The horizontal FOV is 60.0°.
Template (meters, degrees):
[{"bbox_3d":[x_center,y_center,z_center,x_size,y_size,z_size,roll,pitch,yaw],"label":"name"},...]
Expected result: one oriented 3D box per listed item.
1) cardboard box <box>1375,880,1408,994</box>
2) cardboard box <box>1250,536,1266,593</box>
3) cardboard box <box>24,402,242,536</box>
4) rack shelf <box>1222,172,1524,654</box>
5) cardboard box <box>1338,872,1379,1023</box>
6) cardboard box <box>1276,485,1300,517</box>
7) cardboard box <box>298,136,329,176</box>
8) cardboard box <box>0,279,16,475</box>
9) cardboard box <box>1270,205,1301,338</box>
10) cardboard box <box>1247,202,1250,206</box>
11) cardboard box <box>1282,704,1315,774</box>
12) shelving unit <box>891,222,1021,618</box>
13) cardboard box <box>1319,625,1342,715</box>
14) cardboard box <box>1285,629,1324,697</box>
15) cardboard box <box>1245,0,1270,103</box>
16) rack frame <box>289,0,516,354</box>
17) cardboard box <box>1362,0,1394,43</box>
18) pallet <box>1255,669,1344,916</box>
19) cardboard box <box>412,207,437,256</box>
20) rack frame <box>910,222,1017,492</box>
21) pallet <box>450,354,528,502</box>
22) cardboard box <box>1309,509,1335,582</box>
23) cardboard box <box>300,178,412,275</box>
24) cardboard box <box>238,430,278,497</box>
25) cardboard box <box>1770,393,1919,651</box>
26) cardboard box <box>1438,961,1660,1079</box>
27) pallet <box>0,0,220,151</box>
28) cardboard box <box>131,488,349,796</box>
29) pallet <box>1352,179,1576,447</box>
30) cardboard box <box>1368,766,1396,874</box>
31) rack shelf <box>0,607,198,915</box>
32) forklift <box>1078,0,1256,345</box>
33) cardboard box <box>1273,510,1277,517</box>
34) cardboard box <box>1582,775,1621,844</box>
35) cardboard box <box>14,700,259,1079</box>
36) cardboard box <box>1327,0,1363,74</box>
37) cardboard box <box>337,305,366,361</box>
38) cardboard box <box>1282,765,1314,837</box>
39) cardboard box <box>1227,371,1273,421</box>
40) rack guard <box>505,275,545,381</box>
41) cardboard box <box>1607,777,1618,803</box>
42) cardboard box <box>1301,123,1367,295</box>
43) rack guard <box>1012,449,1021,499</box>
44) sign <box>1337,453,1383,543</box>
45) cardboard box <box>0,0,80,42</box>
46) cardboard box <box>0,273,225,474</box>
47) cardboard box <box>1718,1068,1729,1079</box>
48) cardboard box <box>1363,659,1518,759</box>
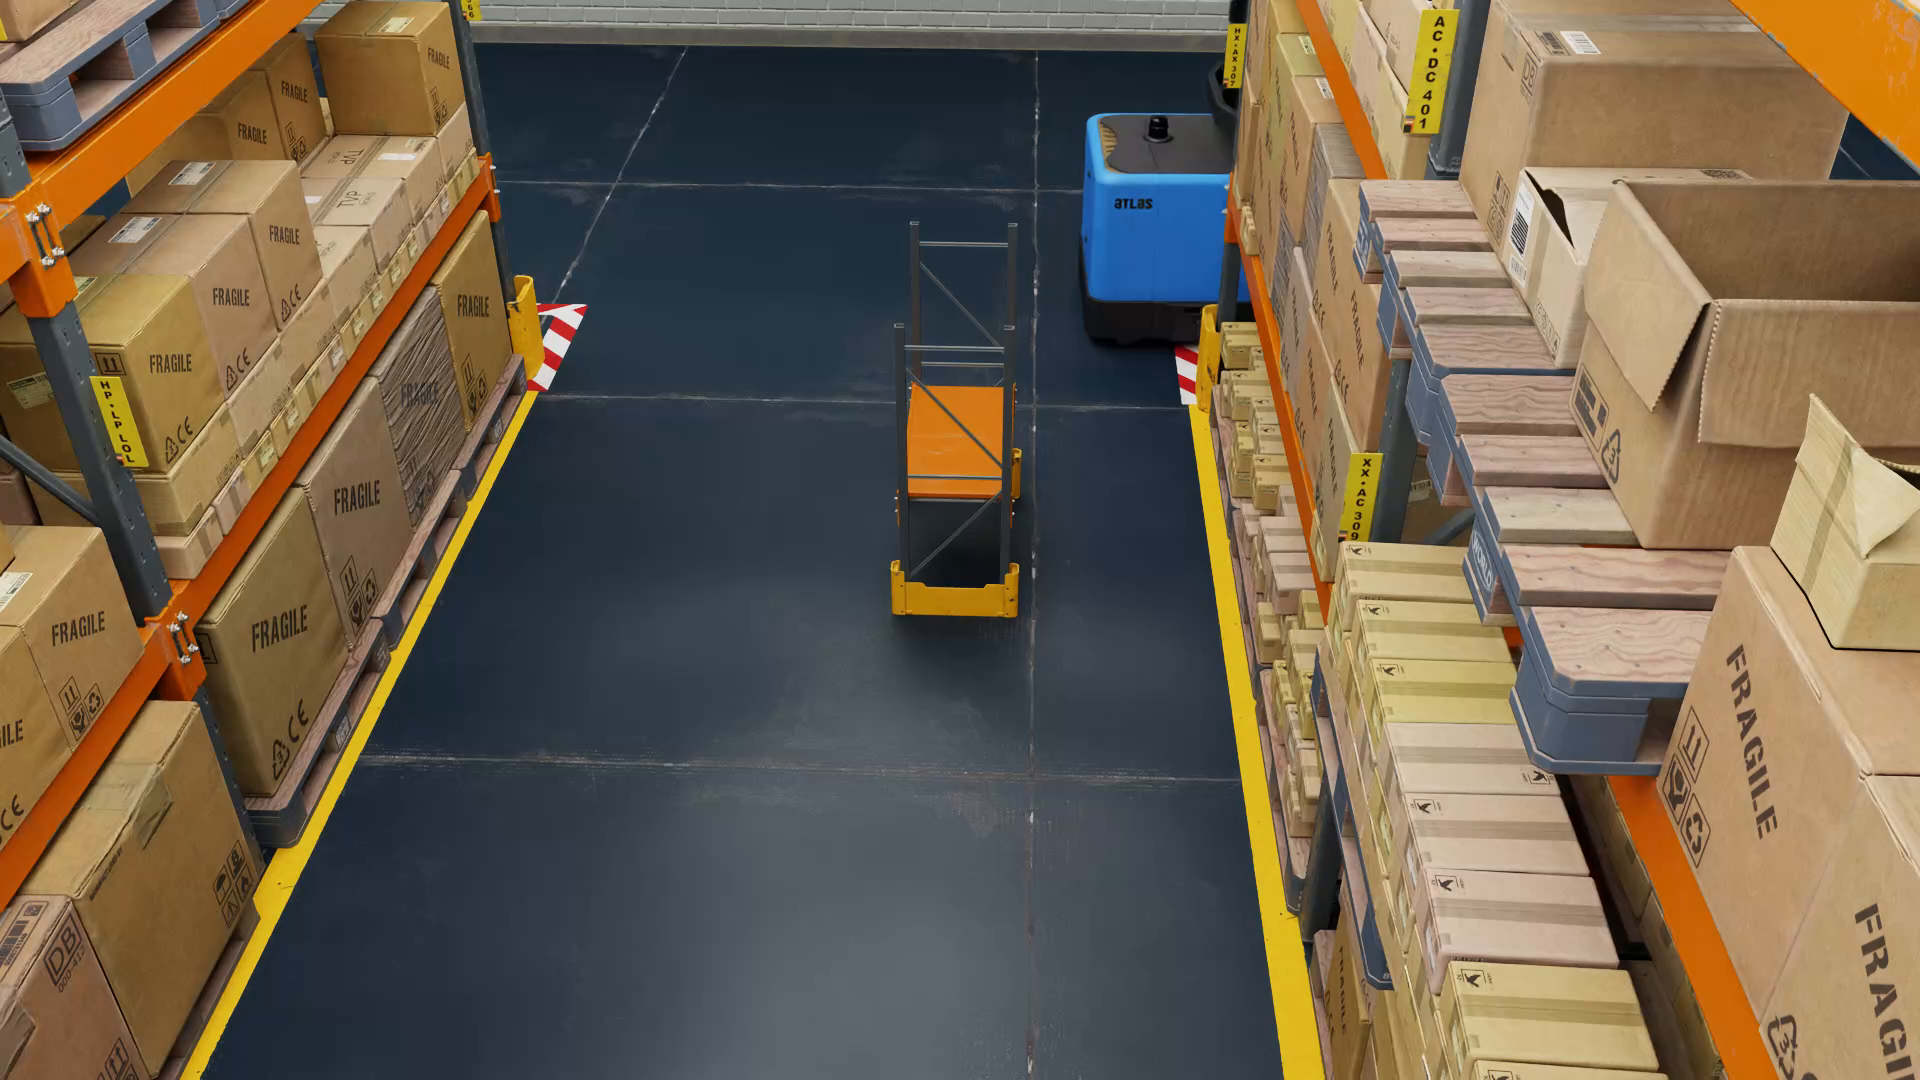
[{"bbox_3d":[1.248,0.977,4.104,0.380,0.149,0.250,0,35,0],"label":"cardboard box"},{"bbox_3d":[1.535,0.116,7.590,0.380,0.149,0.250,1,35,2],"label":"cardboard box"},{"bbox_3d":[-2.908,-0.260,5.882,0.500,0.250,0.500,1,35,1],"label":"cardboard box"},{"bbox_3d":[1.844,-0.617,7.145,1.077,0.370,4.000,1,35,2],"label":"rack shelf"},{"bbox_3d":[1.470,1.200,5.091,0.500,0.250,0.500,0,35,0],"label":"cardboard box"},{"bbox_3d":[1.616,-0.113,7.399,0.380,0.149,0.250,1,35,2],"label":"cardboard box"},{"bbox_3d":[-3.331,-1.725,7.968,0.500,0.250,0.500,1,35,1],"label":"cardboard box"},{"bbox_3d":[-3.437,-0.573,5.676,0.500,0.500,0.500,2,35,3],"label":"cardboard box"},{"bbox_3d":[1.588,-1.090,6.846,0.500,0.500,0.500,0,35,1],"label":"cardboard box"},{"bbox_3d":[1.615,-1.632,8.182,0.380,0.149,0.250,3,35,4],"label":"cardboard box"},{"bbox_3d":[1.457,0.766,6.407,0.380,0.149,0.250,0,35,0],"label":"cardboard box"},{"bbox_3d":[-0.003,-0.570,7.756,0.587,1.500,1.083,1,35,2],"label":"shelving unit"},{"bbox_3d":[1.288,0.384,4.948,0.380,0.149,0.250,0,35,0],"label":"cardboard box"},{"bbox_3d":[1.491,0.487,6.545,0.380,0.149,0.250,1,35,1],"label":"cardboard box"},{"bbox_3d":[1.641,-2.381,7.814,0.500,0.500,0.500,1,35,2],"label":"cardboard box"},{"bbox_3d":[-3.028,-2.233,8.819,1.000,3.000,0.127,1,35,2],"label":"rack frame"},{"bbox_3d":[1.561,-1.703,5.151,0.500,0.250,0.500,0,35,0],"label":"cardboard box"},{"bbox_3d":[1.755,0.991,6.656,1.003,0.211,1.213,1,35,2],"label":"pallet"},{"bbox_3d":[-2.744,-1.481,7.967,0.380,0.149,0.250,2,35,3],"label":"cardboard box"},{"bbox_3d":[0.017,-0.857,8.165,0.500,1.500,0.032,1,35,2],"label":"rack frame"},{"bbox_3d":[-2.982,-0.631,8.965,1.003,0.211,1.213,1,35,2],"label":"pallet"},{"bbox_3d":[1.443,0.020,5.831,0.380,0.149,0.250,0,35,1],"label":"cardboard box"},{"bbox_3d":[-2.823,-1.425,7.541,0.500,0.250,0.500,0,35,0],"label":"cardboard box"},{"bbox_3d":[-2.824,-0.297,6.283,0.380,0.149,0.250,2,35,3],"label":"cardboard box"},{"bbox_3d":[1.391,-0.024,2.314,0.396,0.266,0.258,1,35,2],"label":"cardboard box"},{"bbox_3d":[1.230,1.038,3.500,0.380,0.149,0.250,2,35,3],"label":"cardboard box"},{"bbox_3d":[-3.145,-1.596,5.381,1.003,0.211,1.213,1,35,2],"label":"pallet"},{"bbox_3d":[-3.082,0.385,6.576,0.875,0.875,0.875,1,35,2],"label":"cardboard box"},{"bbox_3d":[1.632,-0.561,3.994,1.213,0.211,1.003,1,35,2],"label":"pallet"},{"bbox_3d":[1.260,0.709,4.227,0.380,0.149,0.250,0,35,0],"label":"cardboard box"},{"bbox_3d":[-3.269,1.508,4.121,1.077,0.370,4.000,1,35,2],"label":"rack shelf"},{"bbox_3d":[2.264,-2.624,9.435,3.031,2.935,1.130,0,35,0],"label":"forklift"},{"bbox_3d":[1.654,-0.138,7.693,0.380,0.149,0.250,3,35,4],"label":"cardboard box"},{"bbox_3d":[1.924,0.693,4.508,0.380,0.149,0.250,1,35,2],"label":"cardboard box"},{"bbox_3d":[-3.194,1.130,5.516,1.225,0.875,0.875,1,35,2],"label":"cardboard box"},{"bbox_3d":[1.565,-1.795,5.717,0.500,0.250,0.500,1,35,1],"label":"cardboard box"},{"bbox_3d":[-2.783,-0.890,7.127,0.380,0.149,0.250,0,35,1],"label":"cardboard box"},{"bbox_3d":[1.439,0.999,6.334,0.380,0.149,0.250,2,35,2],"label":"cardboard box"},{"bbox_3d":[1.535,-0.714,8.253,0.380,0.149,0.250,1,35,2],"label":"cardboard box"},{"bbox_3d":[-3.027,-1.225,9.558,1.175,0.500,0.348,1,35,2],"label":"rack guard"},{"bbox_3d":[1.923,0.574,4.420,0.380,0.149,0.250,3,35,4],"label":"cardboard box"},{"bbox_3d":[1.562,-1.202,6.136,0.500,0.500,0.500,2,35,3],"label":"cardboard box"},{"bbox_3d":[0.017,-0.345,8.523,0.587,0.250,0.087,1,35,2],"label":"rack guard"},{"bbox_3d":[1.221,-0.125,5.066,0.100,0.325,0.005,1,35,2],"label":"sign"},{"bbox_3d":[-3.217,-1.867,5.150,0.700,0.500,0.500,-1,35,-1],"label":"cardboard box"},{"bbox_3d":[-2.914,-0.572,5.674,0.500,0.500,0.500,1,35,2],"label":"cardboard box"},{"bbox_3d":[1.886,1.303,3.641,0.380,0.149,0.250,0,35,0],"label":"cardboard box"},{"bbox_3d":[1.270,0.448,4.340,0.380,0.149,0.250,2,35,2],"label":"cardboard box"}]
